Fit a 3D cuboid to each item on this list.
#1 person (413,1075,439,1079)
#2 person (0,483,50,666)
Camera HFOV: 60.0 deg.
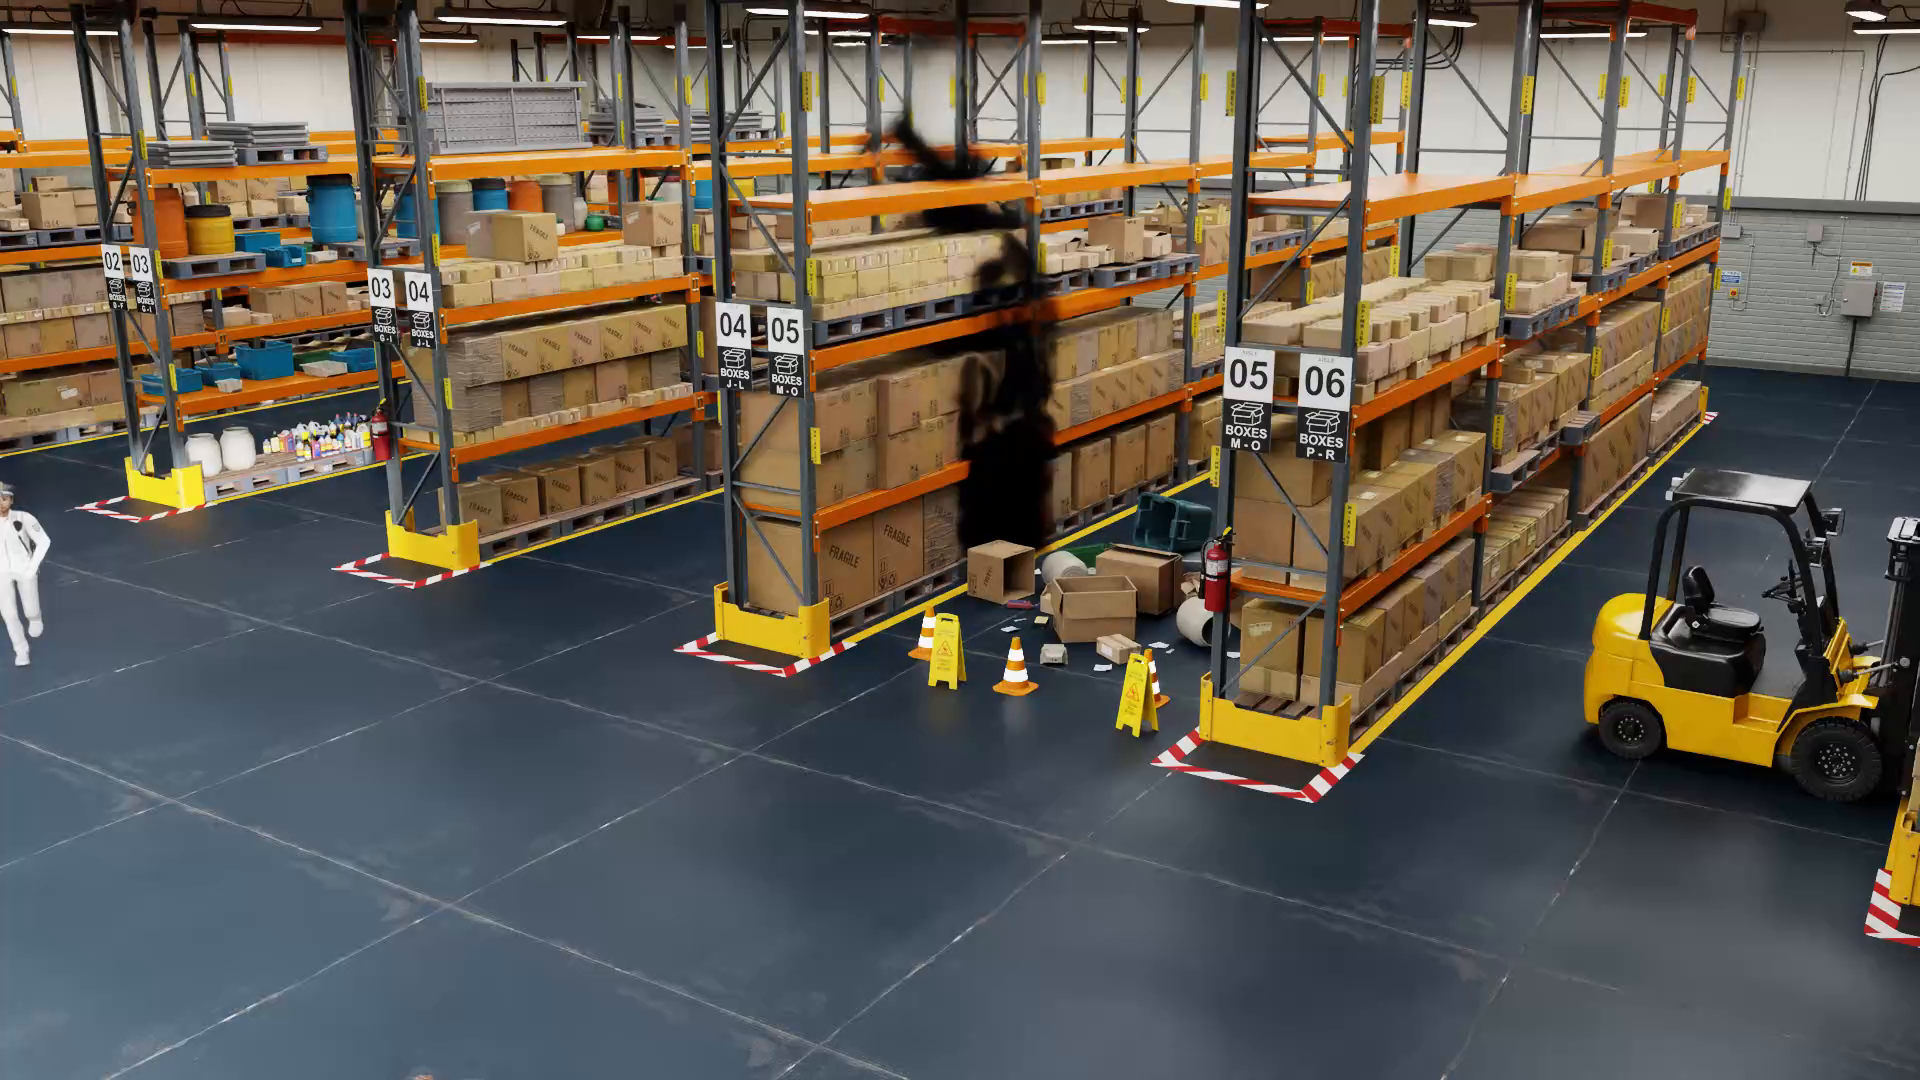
[{"bbox_3d":[-2.013,2.744,6.484,0.562,1.564,0.641,-3,16,-10],"label":"person"},{"bbox_3d":[-8.624,0.265,15.155,0.655,1.653,0.738,-6,17,-22],"label":"person"}]
